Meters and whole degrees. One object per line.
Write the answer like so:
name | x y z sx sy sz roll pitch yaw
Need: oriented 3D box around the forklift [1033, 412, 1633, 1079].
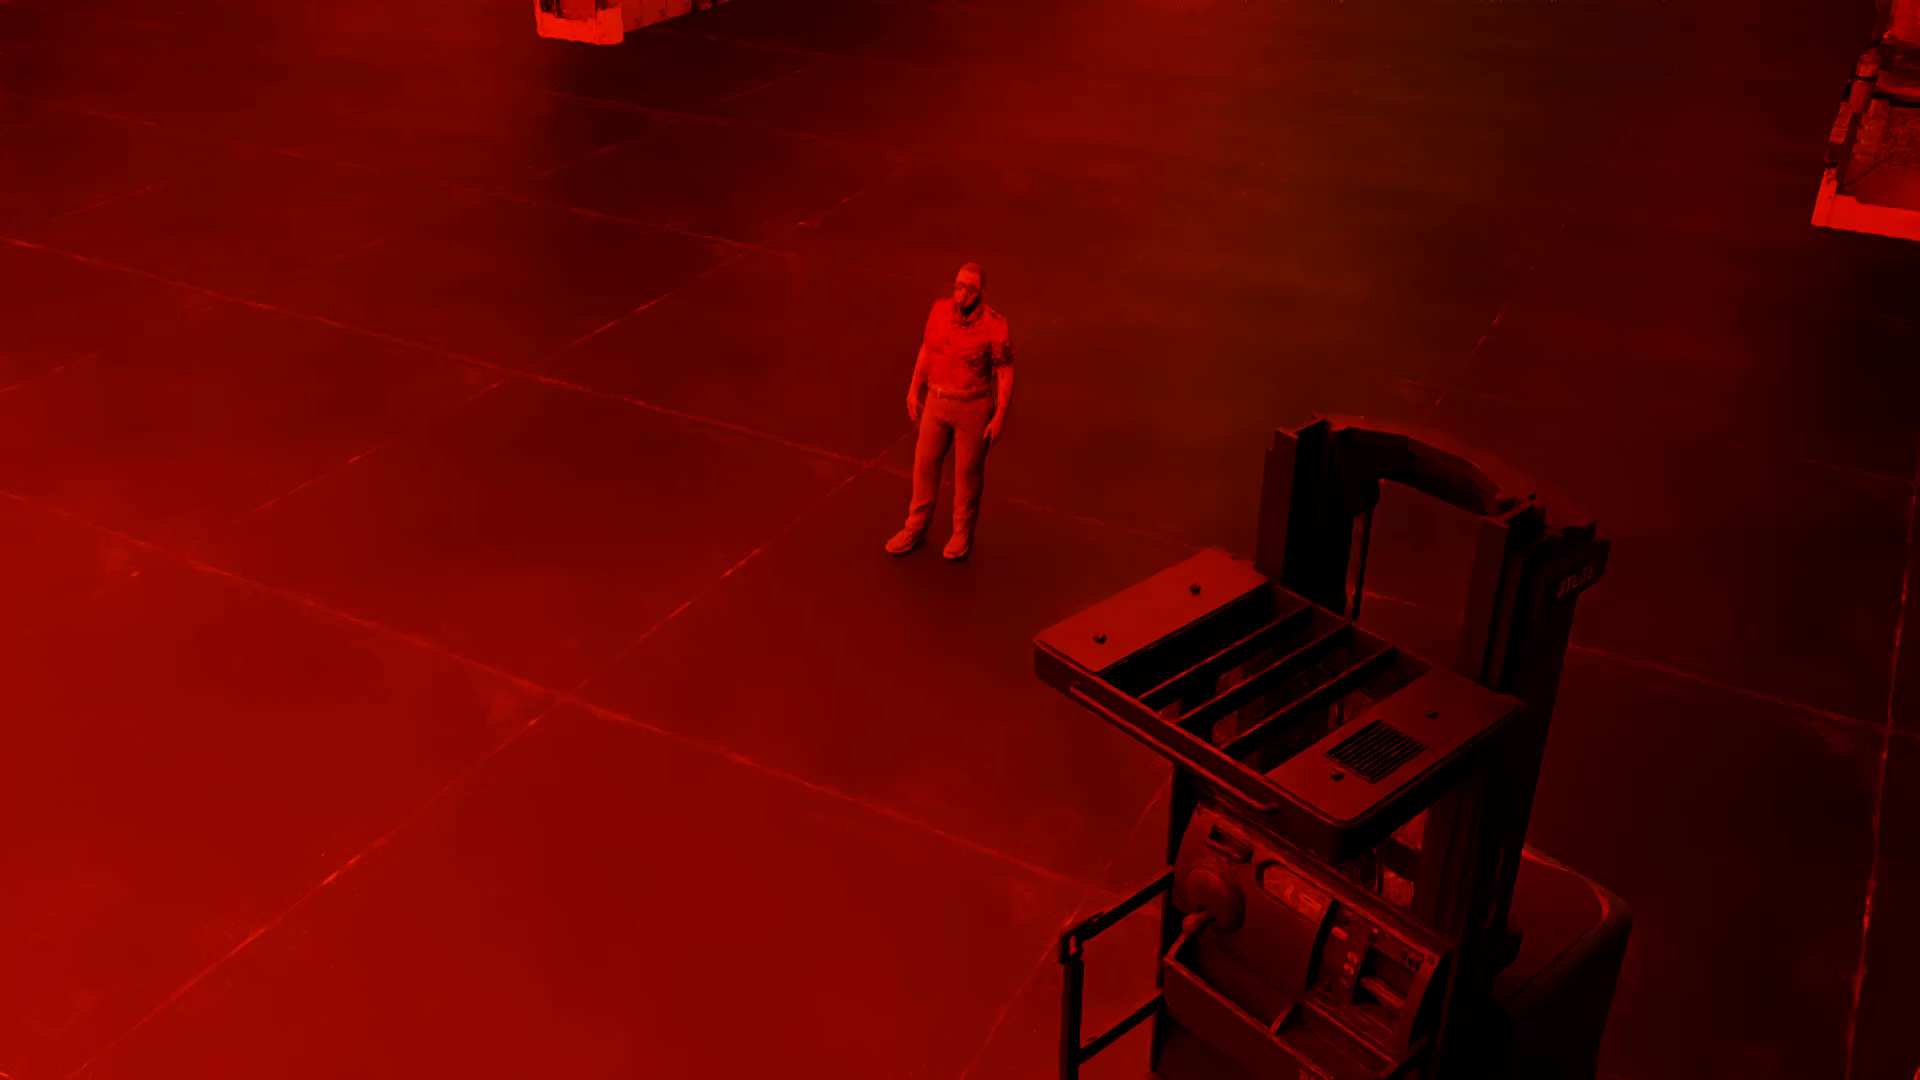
forklift | 0.885 1.209 4.975 3.031 2.935 1.130 -24 37 -35

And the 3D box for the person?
person | -0.054 -0.719 9.504 0.640 1.727 0.550 15 33 25
